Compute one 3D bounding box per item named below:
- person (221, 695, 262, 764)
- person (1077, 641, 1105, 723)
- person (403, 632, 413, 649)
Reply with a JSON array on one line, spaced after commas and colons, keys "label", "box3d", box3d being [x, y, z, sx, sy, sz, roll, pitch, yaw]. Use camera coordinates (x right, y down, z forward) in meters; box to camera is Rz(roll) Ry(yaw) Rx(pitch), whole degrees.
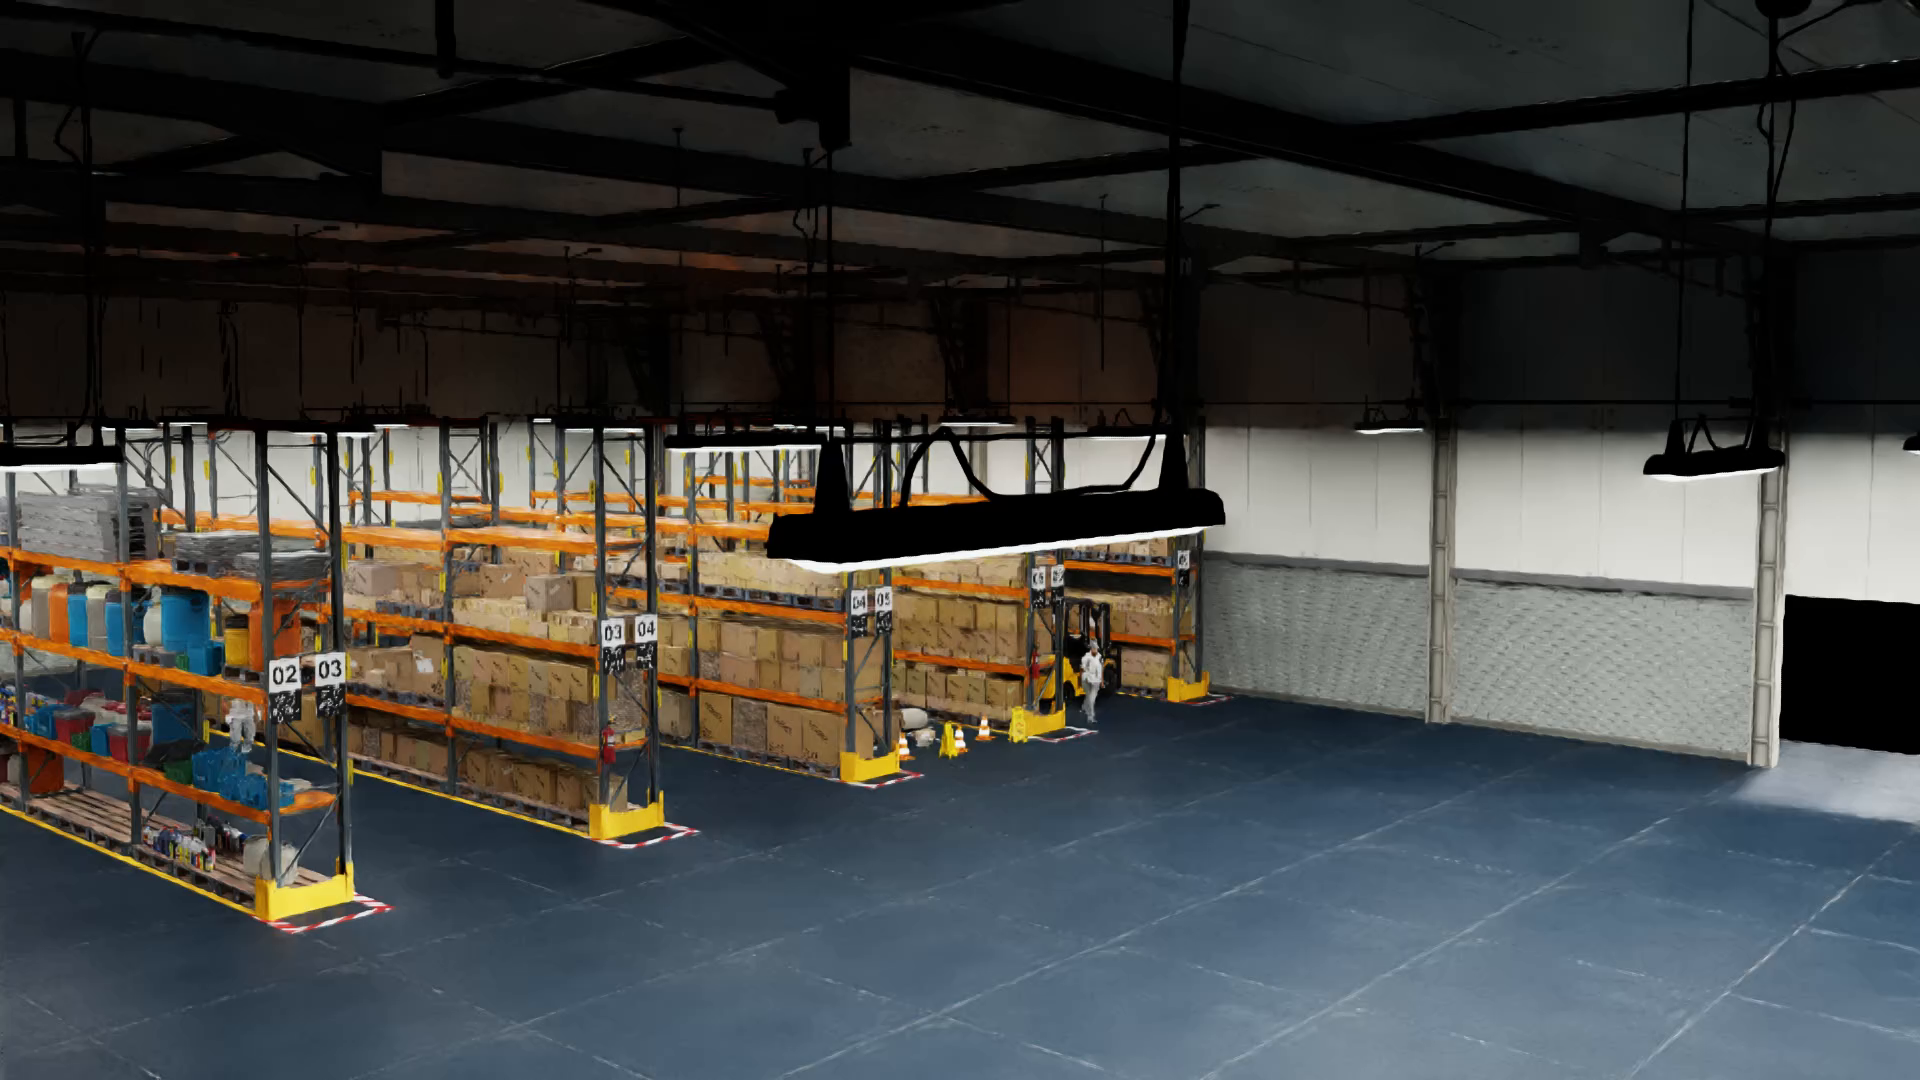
[{"label": "person", "box3d": [-12.431, 3.078, 28.799, 0.552, 1.742, 0.677, 4, 6, 39]}, {"label": "person", "box3d": [2.604, 2.782, 33.078, 0.533, 1.597, 0.934, -3, 5, -29]}, {"label": "person", "box3d": [-11.289, 2.695, 34.139, 0.507, 1.619, 0.598, 4, 6, 39]}]
